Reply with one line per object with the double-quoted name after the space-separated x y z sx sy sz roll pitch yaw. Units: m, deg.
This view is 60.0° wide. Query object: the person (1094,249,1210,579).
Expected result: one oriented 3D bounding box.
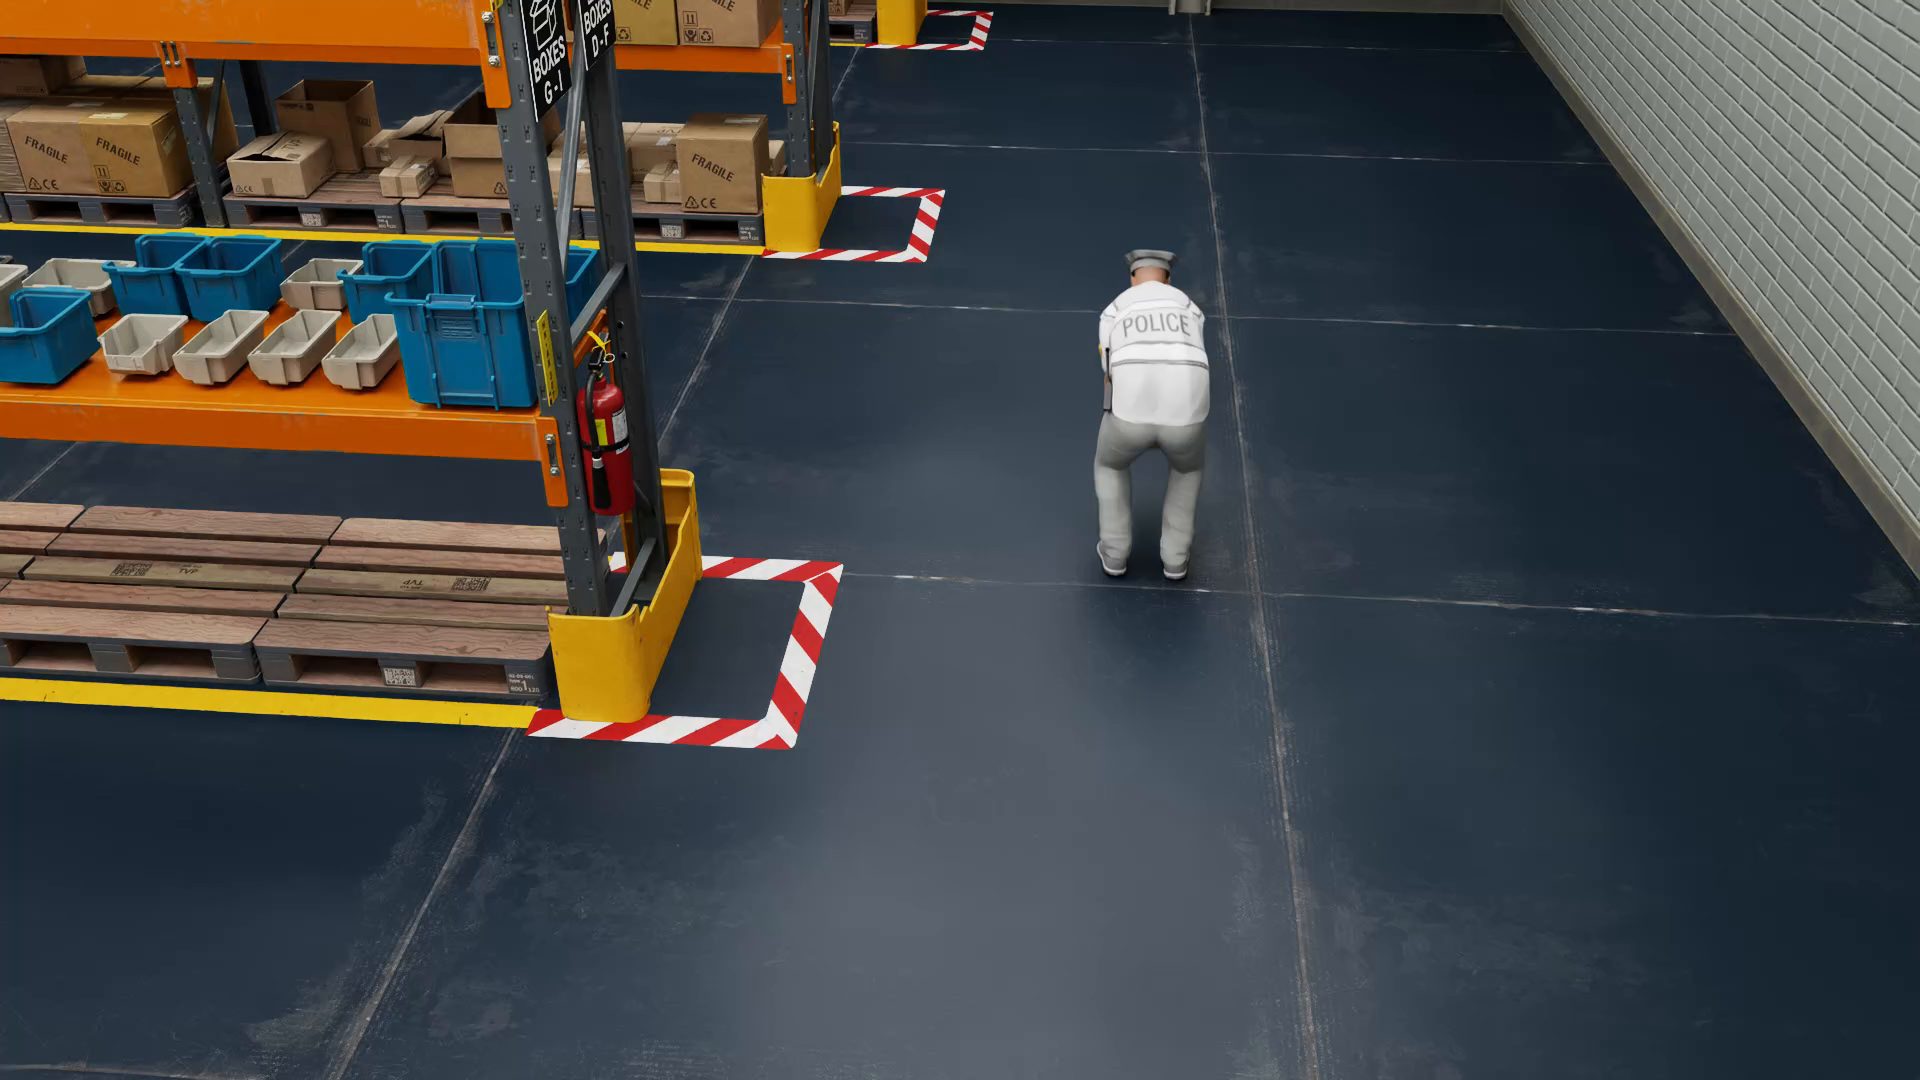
0.855 -0.567 7.467 0.498 1.312 0.998 1 32 2 "person"
